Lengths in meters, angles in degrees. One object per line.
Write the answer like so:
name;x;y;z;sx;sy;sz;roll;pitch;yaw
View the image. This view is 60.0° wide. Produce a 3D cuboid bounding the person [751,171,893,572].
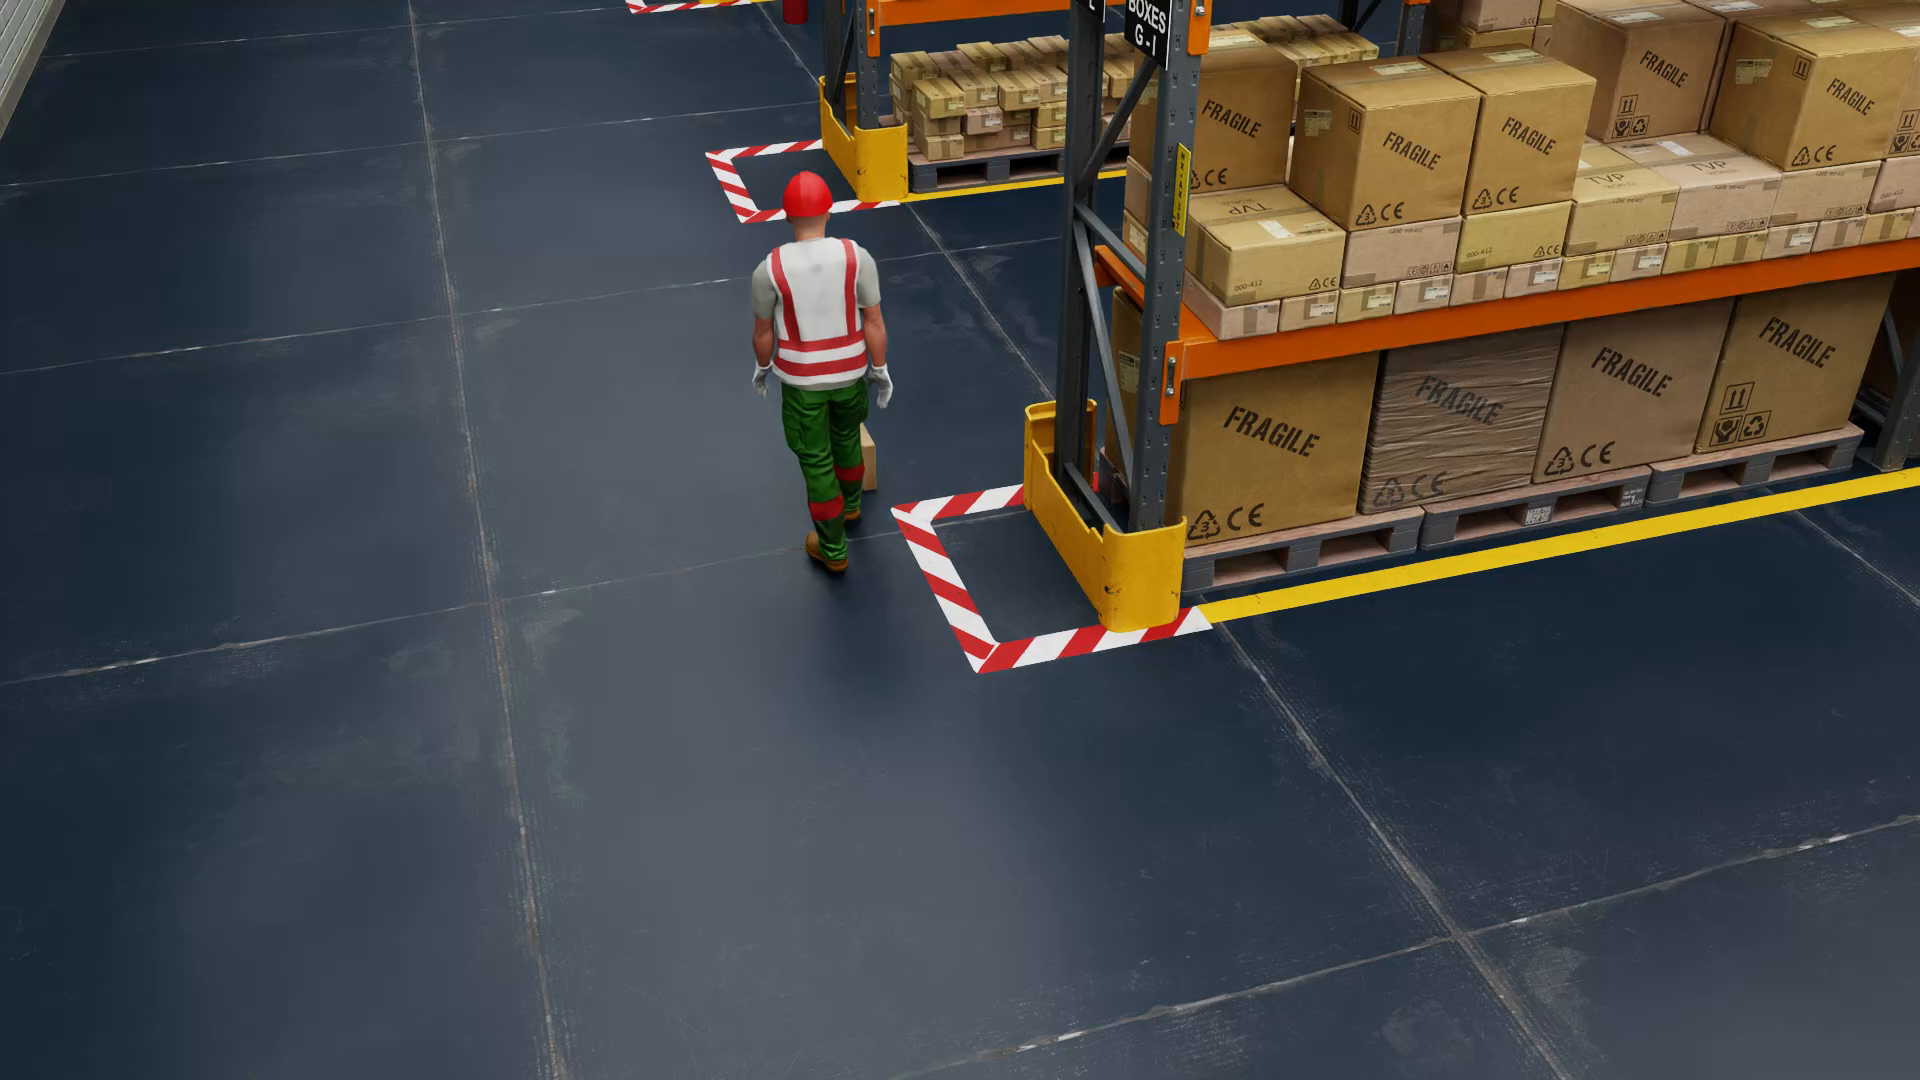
person;-0.630;-0.766;7.233;0.557;1.778;0.675;-12;35;-17
